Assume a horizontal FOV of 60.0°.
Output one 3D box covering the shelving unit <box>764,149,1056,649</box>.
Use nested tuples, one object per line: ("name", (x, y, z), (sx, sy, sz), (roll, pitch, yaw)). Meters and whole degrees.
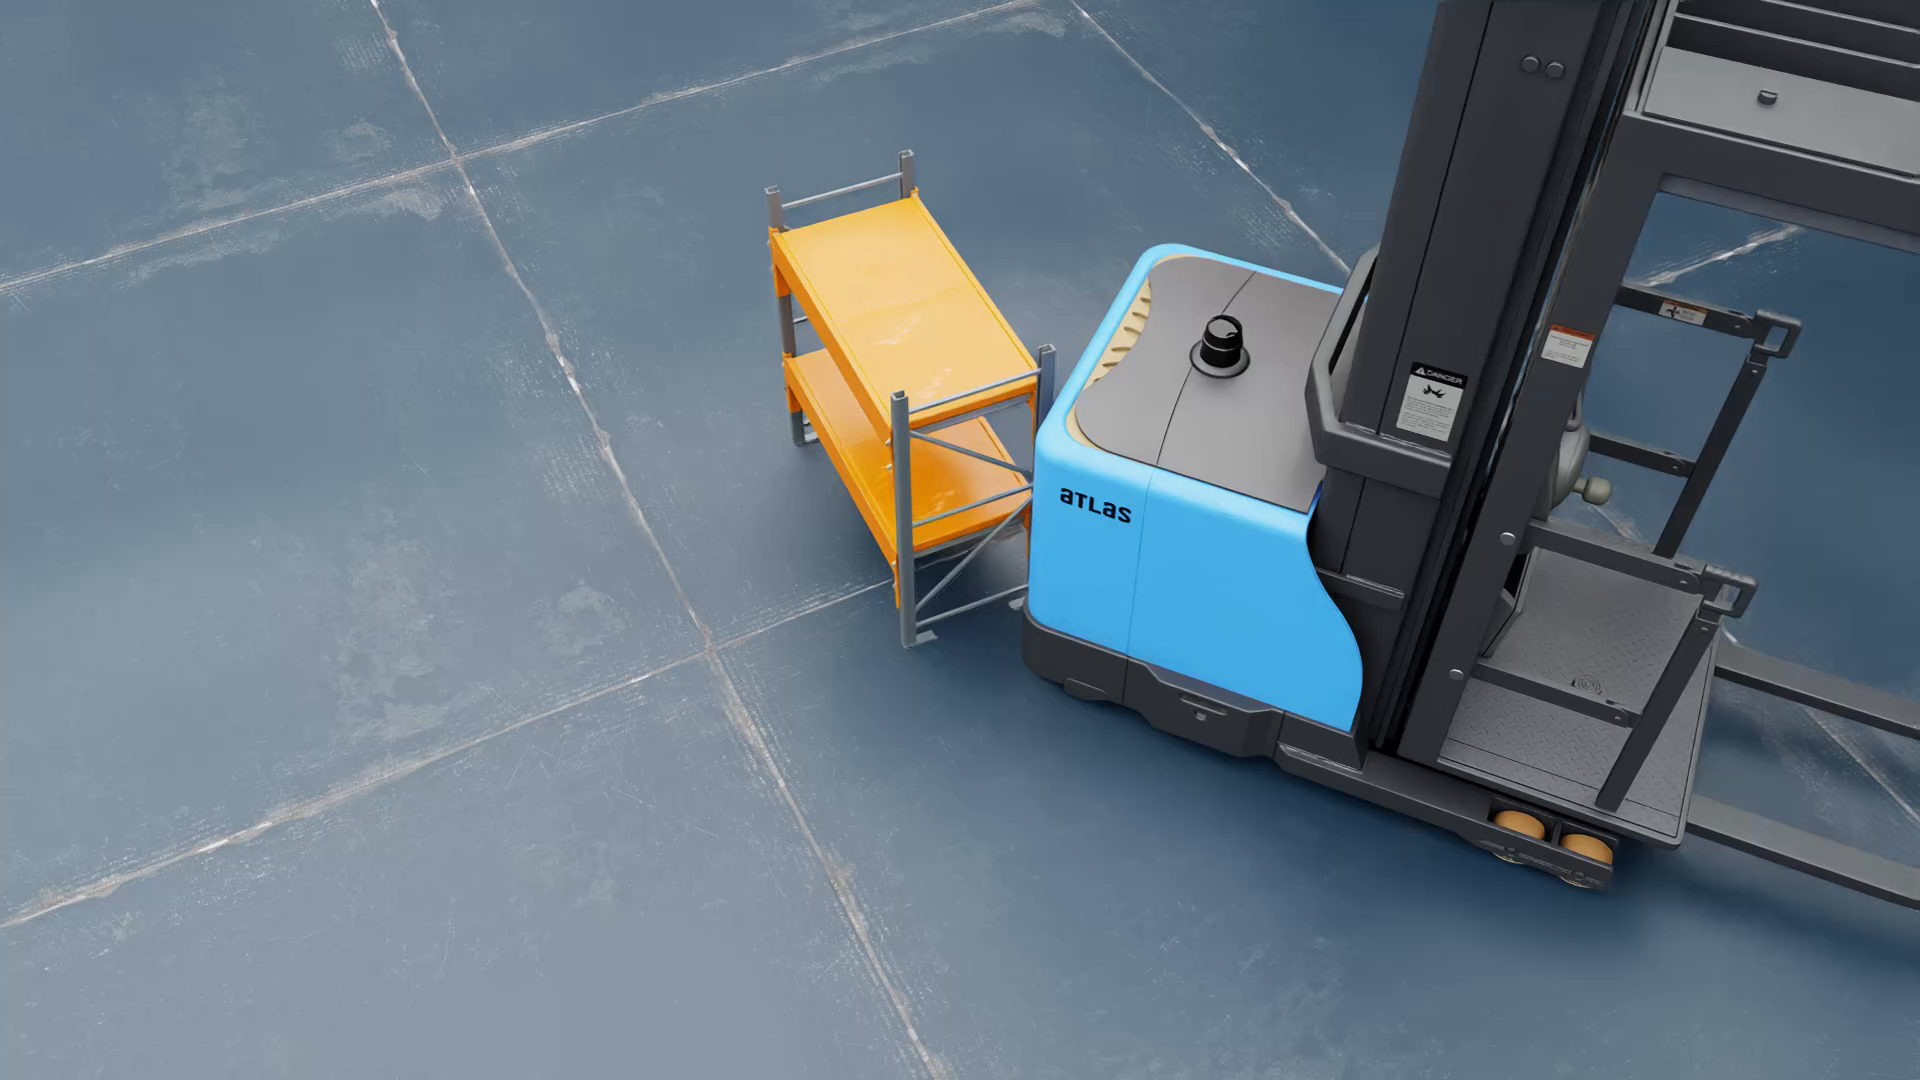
("shelving unit", (-0.170, -0.452, 5.398), (0.538, 1.125, 1.048), (-19, 51, -16))

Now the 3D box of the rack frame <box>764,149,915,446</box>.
("rack frame", (-0.381, -0.800, 5.702), (0.500, 1.125, 0.032), (-19, 51, -16))

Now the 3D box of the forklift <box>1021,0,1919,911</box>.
("forklift", (1.758, -0.411, 4.162), (3.031, 2.935, 1.130), (19, 51, 16))

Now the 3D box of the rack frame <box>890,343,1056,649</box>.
("rack frame", (0.040, -0.103, 5.093), (0.500, 1.125, 0.032), (-19, 51, -16))

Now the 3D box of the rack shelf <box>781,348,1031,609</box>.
("rack shelf", (-0.170, -0.291, 5.582), (0.538, 0.278, 1.000), (-19, 51, -16))

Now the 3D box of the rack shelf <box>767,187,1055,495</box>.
("rack shelf", (-0.170, -0.644, 5.177), (0.538, 0.278, 1.000), (-19, 51, -16))
